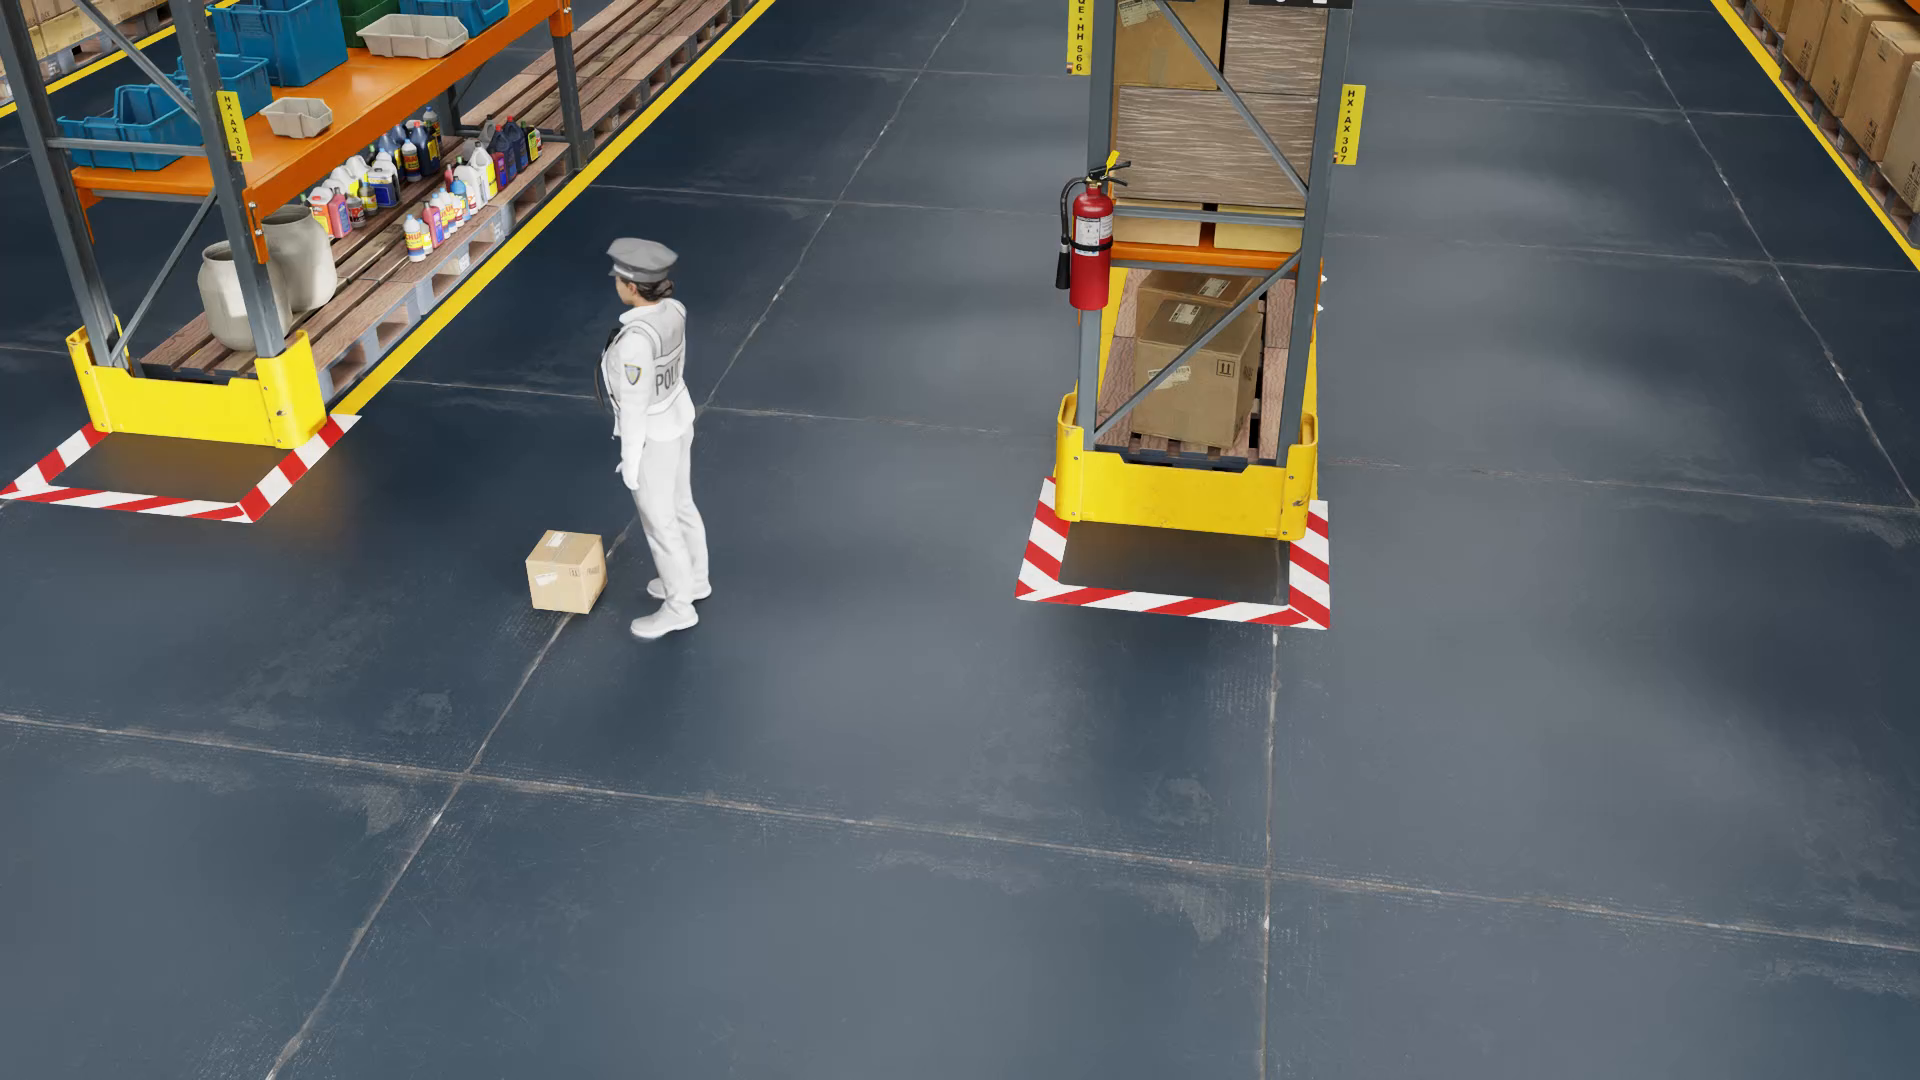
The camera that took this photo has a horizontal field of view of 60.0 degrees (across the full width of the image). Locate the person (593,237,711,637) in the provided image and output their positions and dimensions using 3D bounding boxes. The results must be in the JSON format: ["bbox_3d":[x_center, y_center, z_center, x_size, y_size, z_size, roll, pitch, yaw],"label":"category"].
[{"bbox_3d":[-1.254,-0.410,6.774,0.332,1.692,0.491,6,33,9],"label":"person"}]
